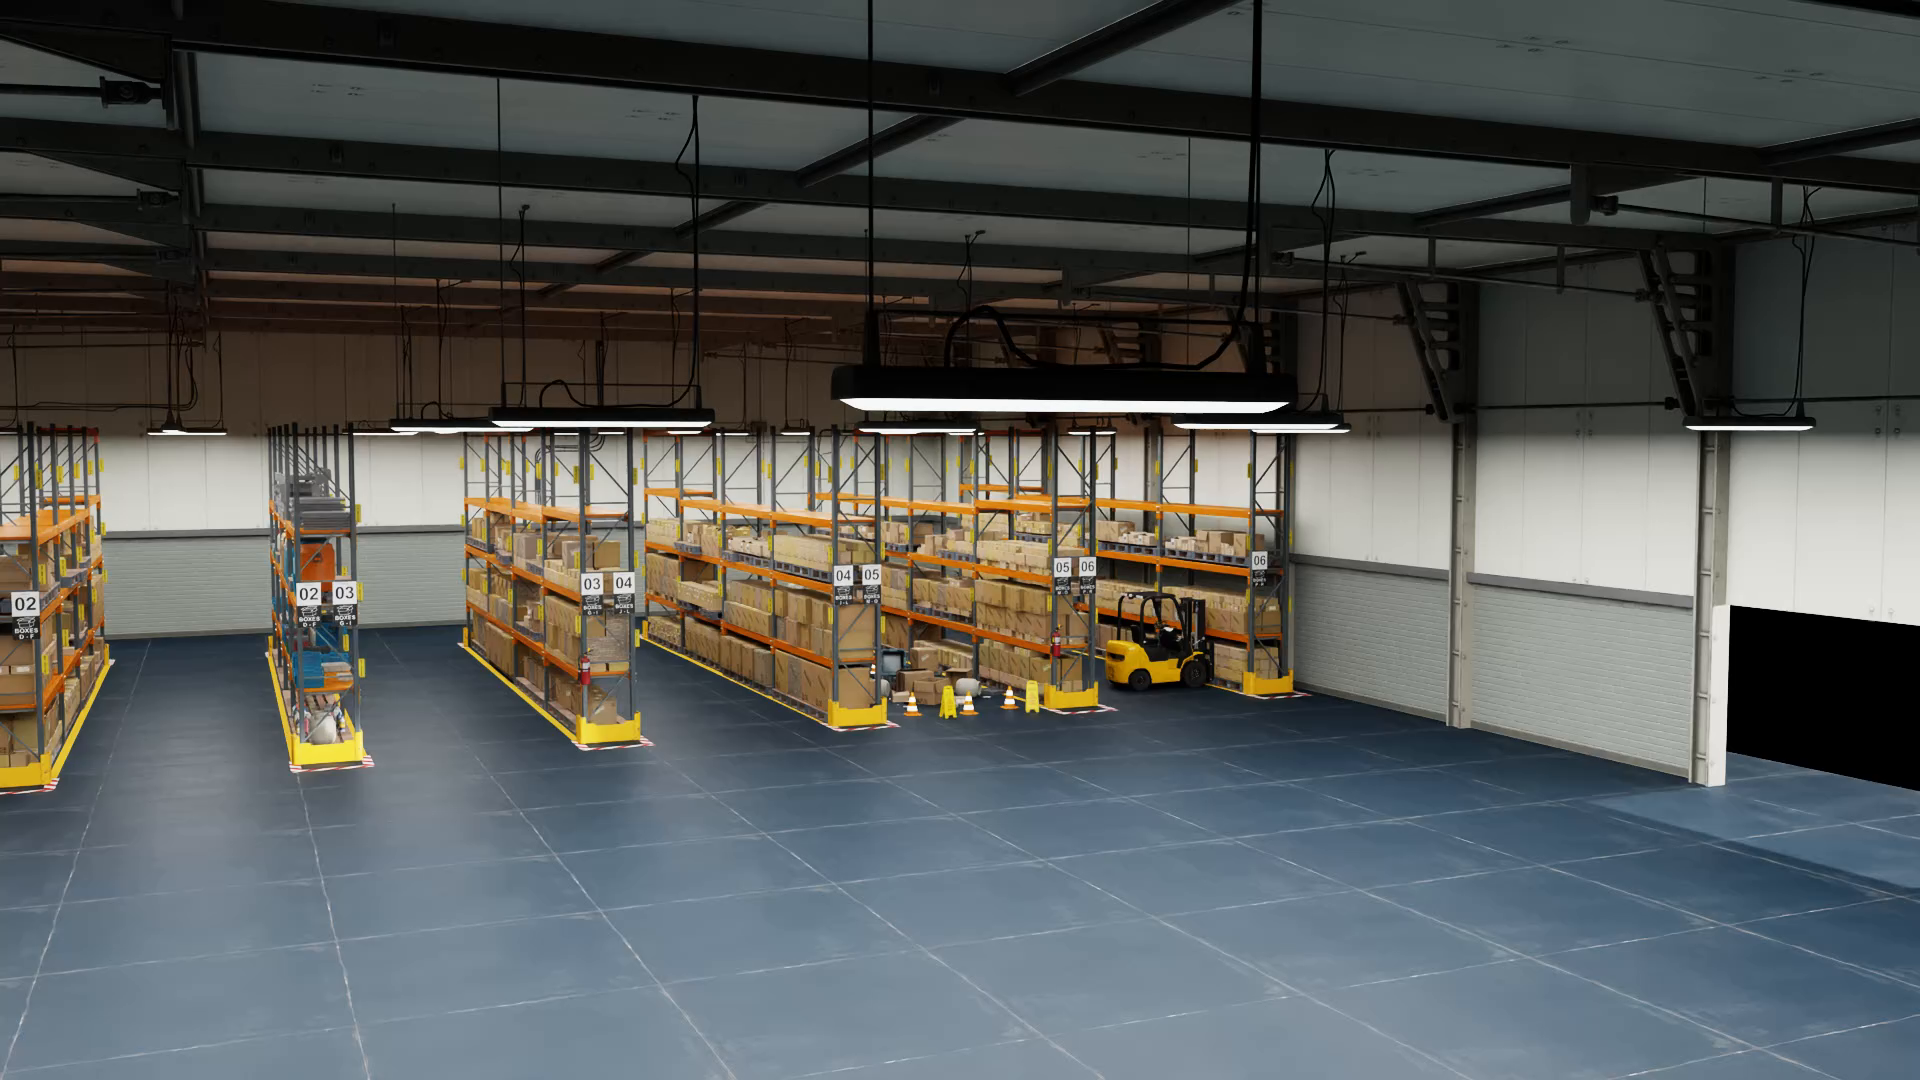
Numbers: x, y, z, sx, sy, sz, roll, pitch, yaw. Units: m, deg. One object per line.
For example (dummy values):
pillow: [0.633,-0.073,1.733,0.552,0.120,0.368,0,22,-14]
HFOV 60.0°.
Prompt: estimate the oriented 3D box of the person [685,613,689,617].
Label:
person: [-8.487,1.696,52.558,0.478,1.643,0.984,3,5,43]

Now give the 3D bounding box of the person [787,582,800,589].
person: [-5.140,1.726,51.724,0.897,1.648,0.469,-3,4,-38]
